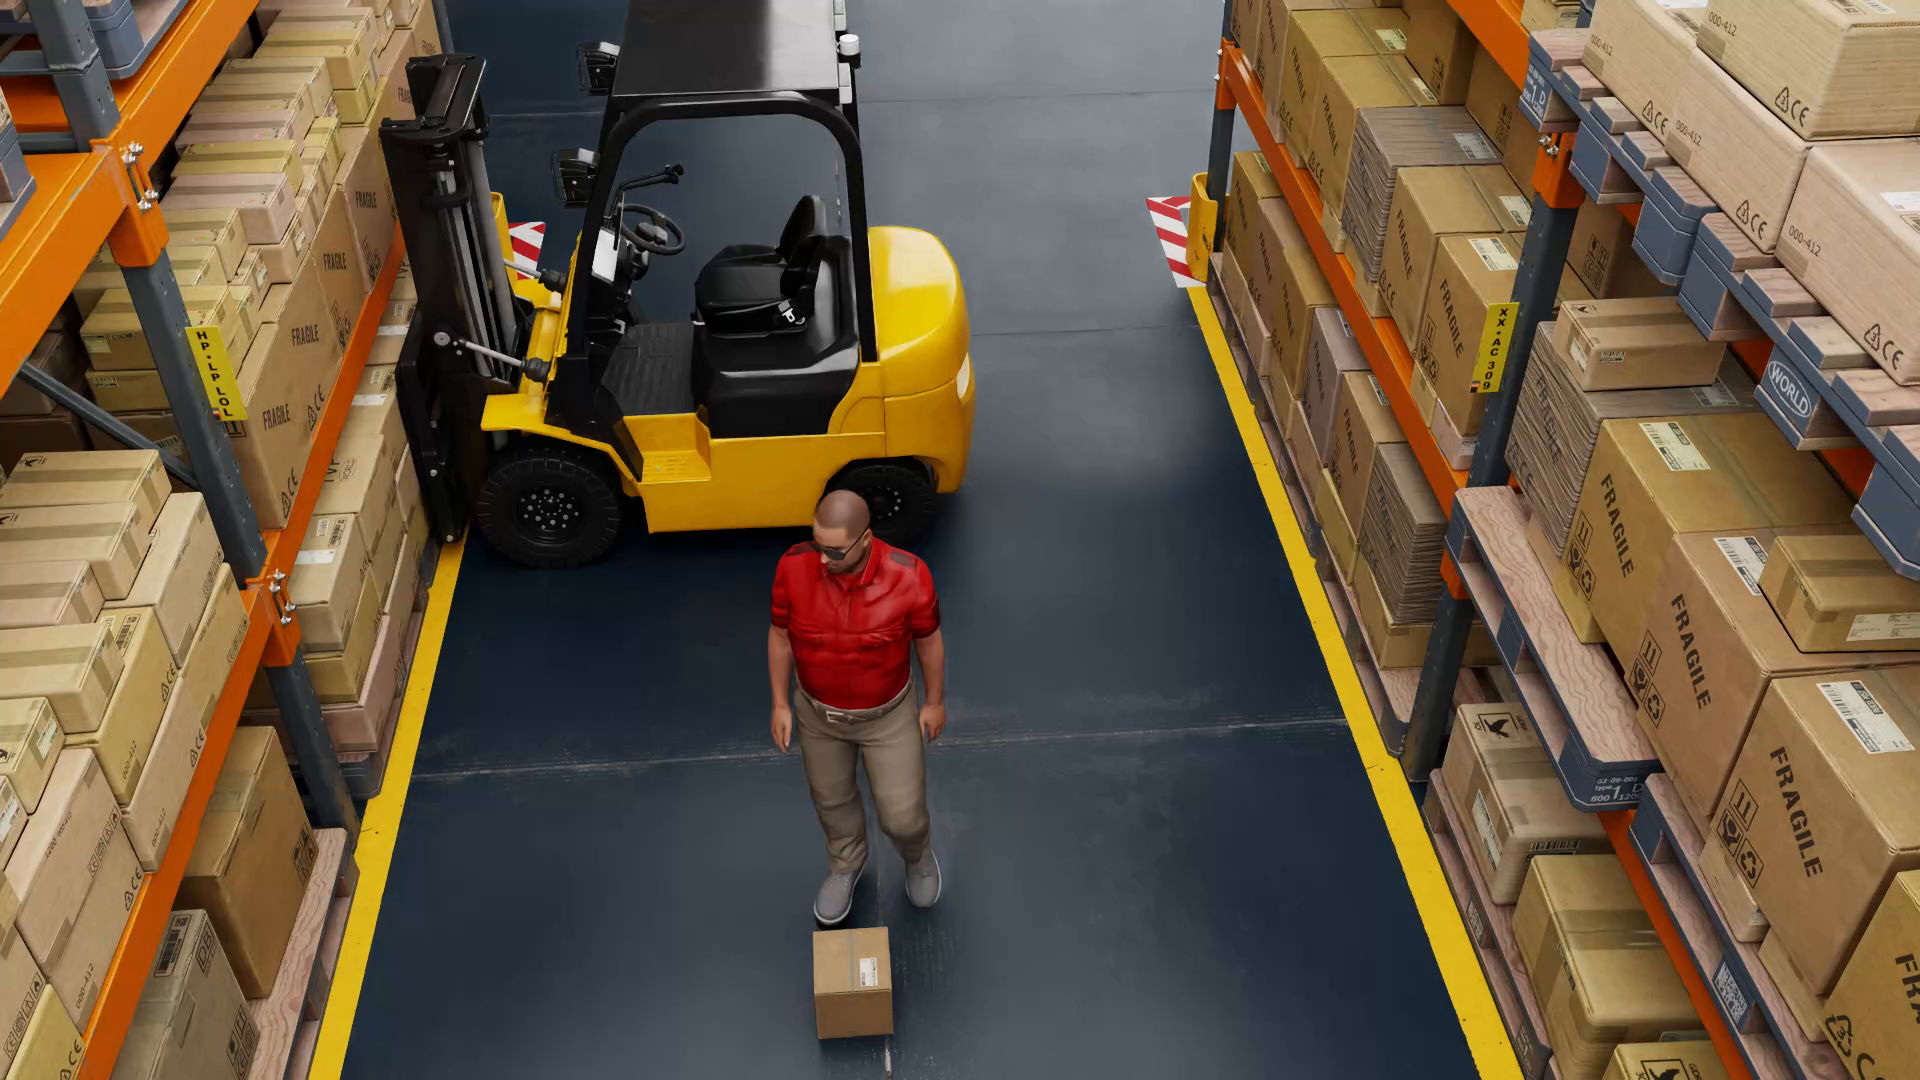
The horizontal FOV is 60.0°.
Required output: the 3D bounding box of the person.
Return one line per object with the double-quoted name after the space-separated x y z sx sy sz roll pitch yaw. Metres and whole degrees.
-0.348 0.593 5.442 0.572 1.779 0.423 7 39 9 "person"
